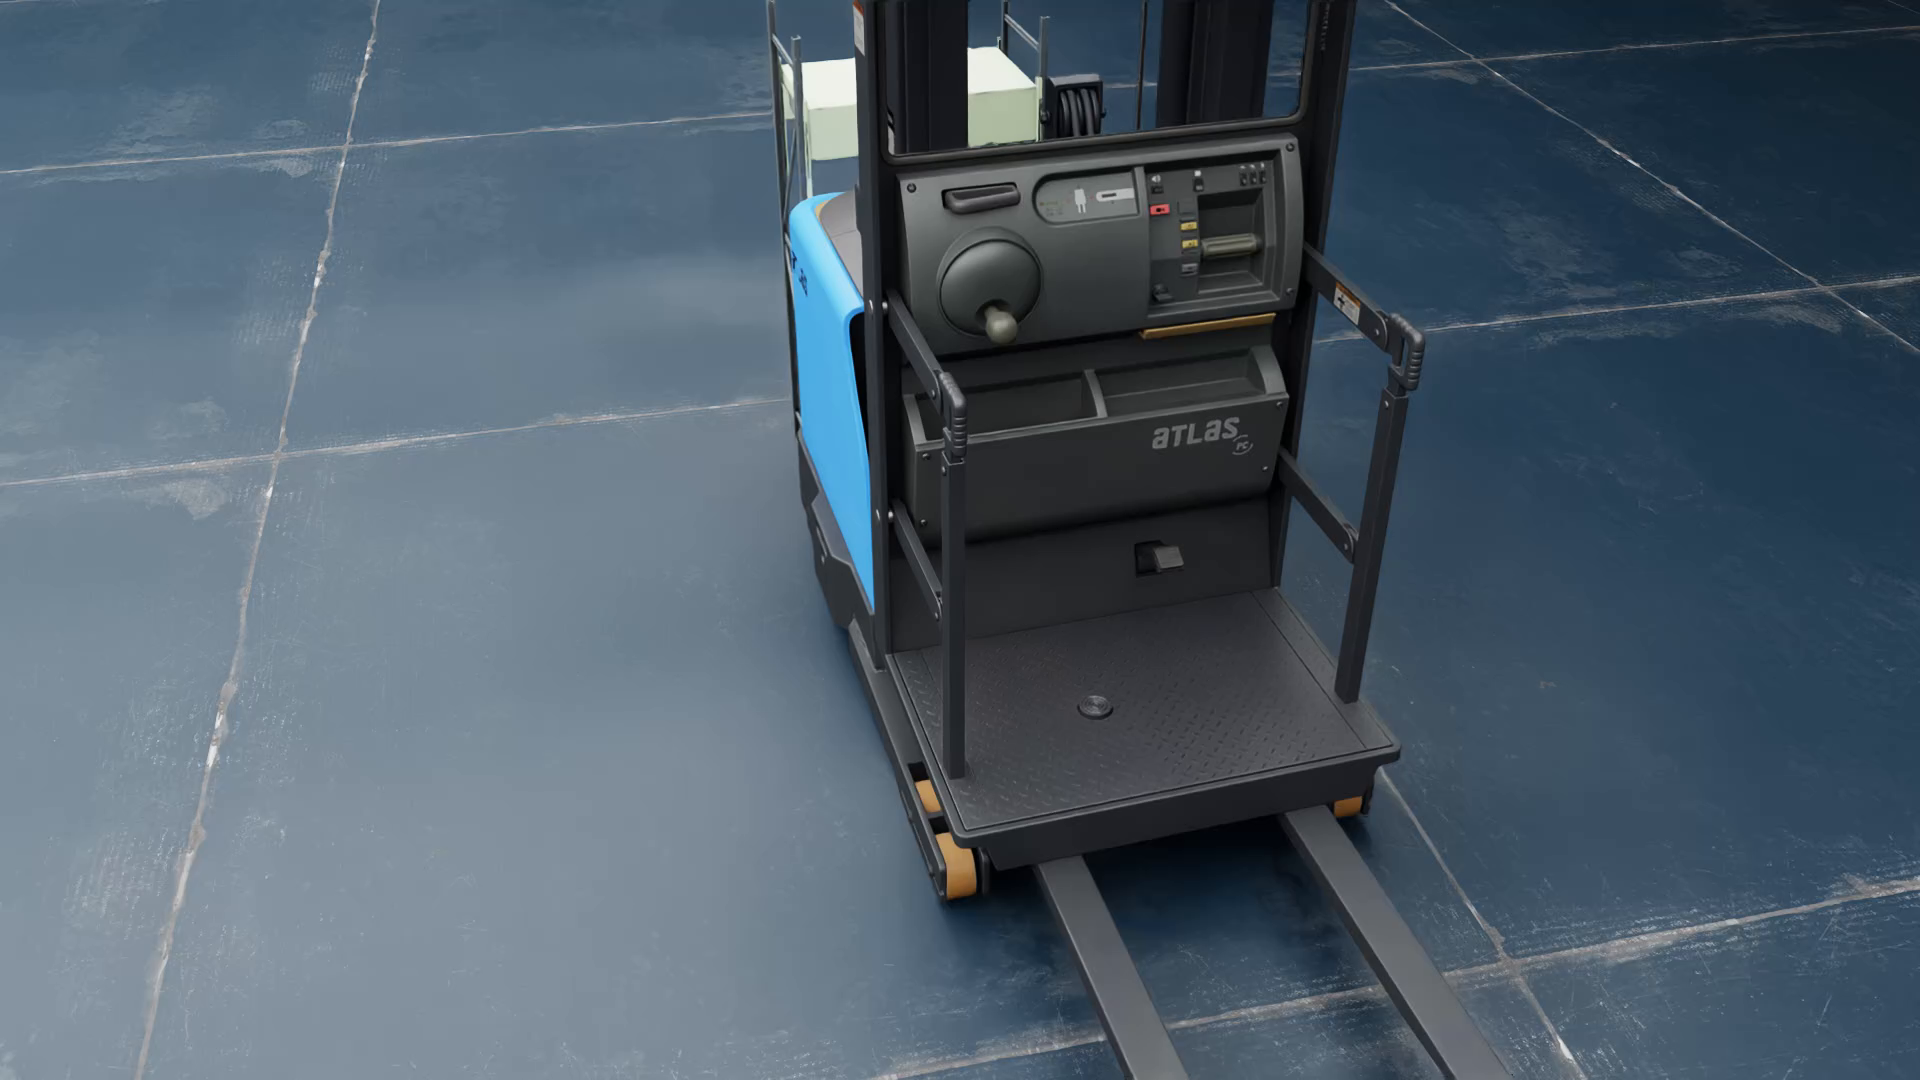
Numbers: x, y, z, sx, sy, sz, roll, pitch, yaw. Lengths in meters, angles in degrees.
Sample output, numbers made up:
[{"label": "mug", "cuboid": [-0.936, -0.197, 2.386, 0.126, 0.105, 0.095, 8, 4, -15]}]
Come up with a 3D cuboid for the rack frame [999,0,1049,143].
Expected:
[{"label": "rack frame", "cuboid": [0.190, -0.998, 5.391, 0.023, 1.500, 0.400, -9, 35, -14]}]

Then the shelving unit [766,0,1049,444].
[{"label": "shelving unit", "cuboid": [-0.161, -0.940, 5.305, 0.755, 1.500, 0.431, -9, 35, -14]}]

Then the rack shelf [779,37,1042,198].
[{"label": "rack shelf", "cuboid": [-0.161, -1.264, 5.087, 0.720, 0.370, 0.431, -9, 35, -14]}]

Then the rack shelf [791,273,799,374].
[{"label": "rack shelf", "cuboid": [-0.161, -0.669, 5.486, 0.720, 0.370, 0.431, -9, 35, -14]}]

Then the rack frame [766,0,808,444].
[{"label": "rack frame", "cuboid": [-0.512, -0.882, 5.218, 0.023, 1.500, 0.400, -9, 35, -14]}]

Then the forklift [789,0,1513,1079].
[{"label": "forklift", "cuboid": [0.387, -0.605, 3.521, 1.130, 2.935, 3.031, -9, 35, -13]}]
